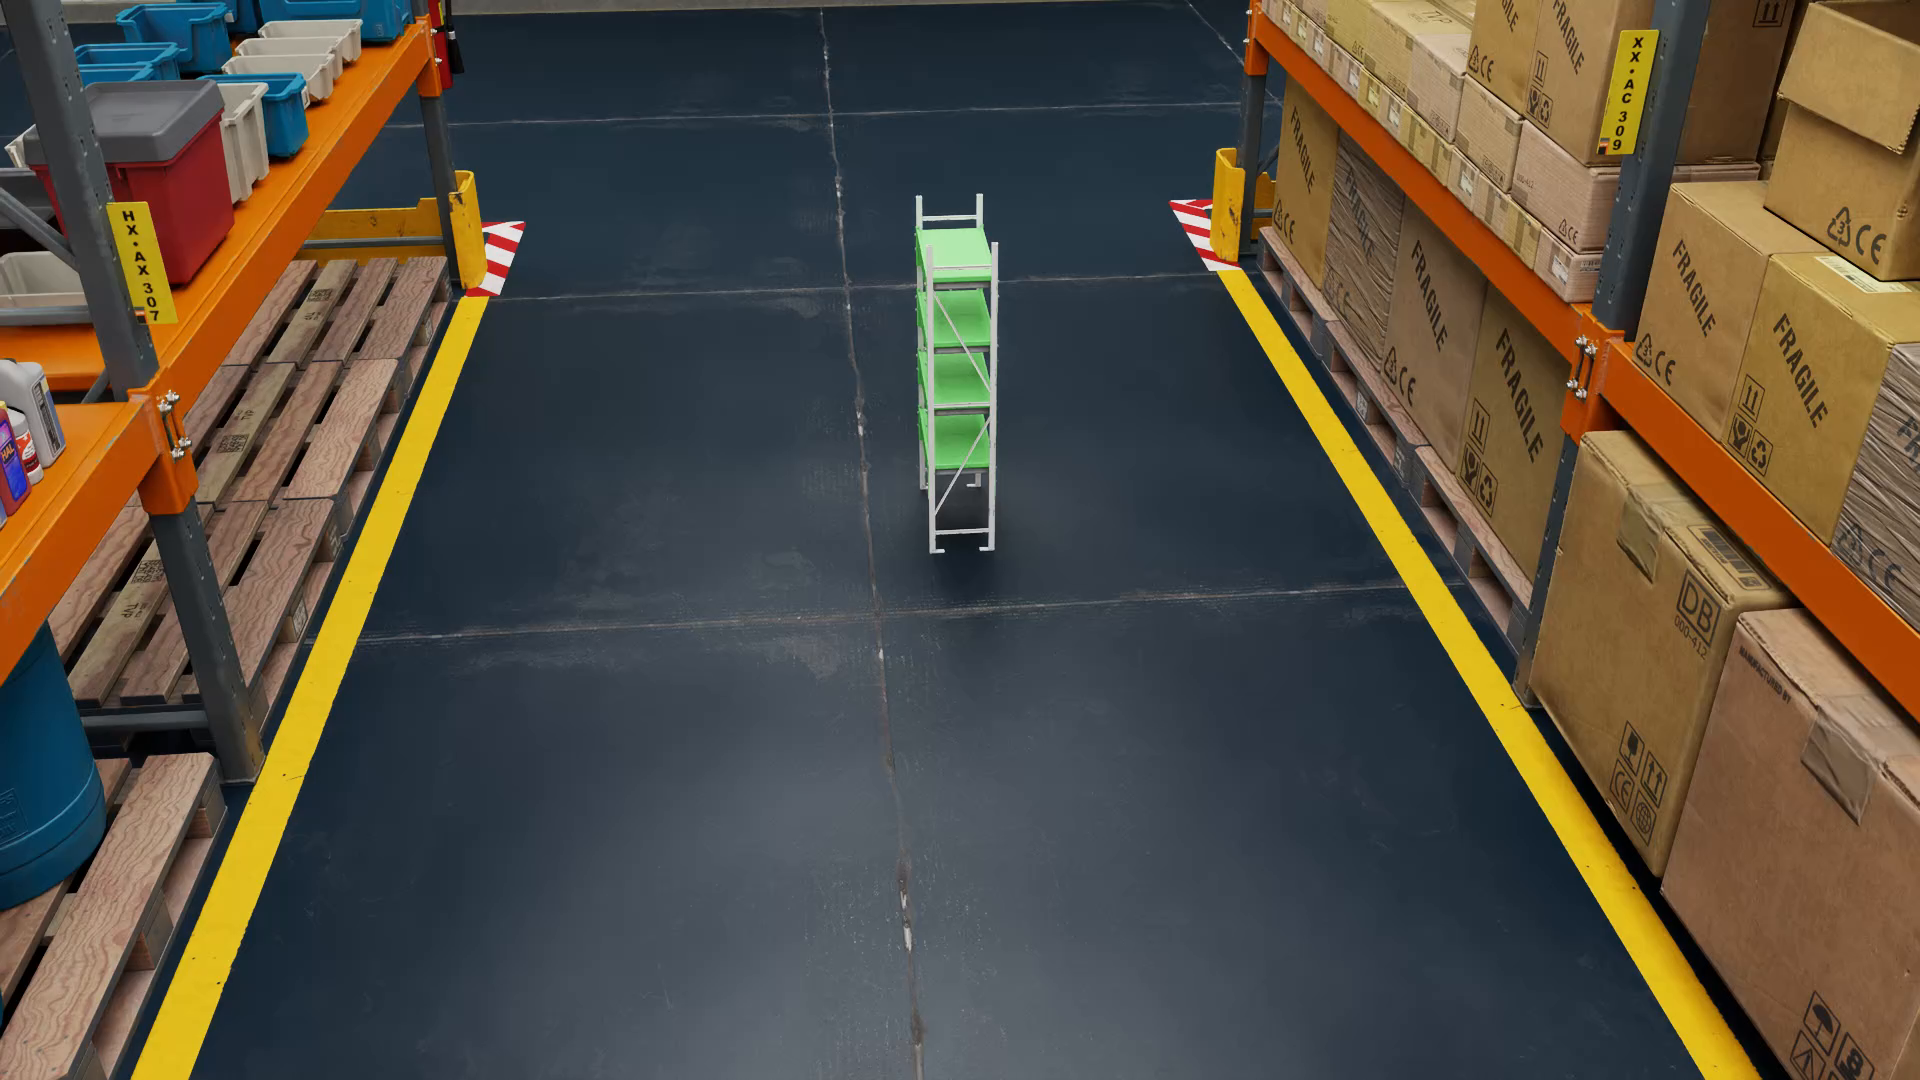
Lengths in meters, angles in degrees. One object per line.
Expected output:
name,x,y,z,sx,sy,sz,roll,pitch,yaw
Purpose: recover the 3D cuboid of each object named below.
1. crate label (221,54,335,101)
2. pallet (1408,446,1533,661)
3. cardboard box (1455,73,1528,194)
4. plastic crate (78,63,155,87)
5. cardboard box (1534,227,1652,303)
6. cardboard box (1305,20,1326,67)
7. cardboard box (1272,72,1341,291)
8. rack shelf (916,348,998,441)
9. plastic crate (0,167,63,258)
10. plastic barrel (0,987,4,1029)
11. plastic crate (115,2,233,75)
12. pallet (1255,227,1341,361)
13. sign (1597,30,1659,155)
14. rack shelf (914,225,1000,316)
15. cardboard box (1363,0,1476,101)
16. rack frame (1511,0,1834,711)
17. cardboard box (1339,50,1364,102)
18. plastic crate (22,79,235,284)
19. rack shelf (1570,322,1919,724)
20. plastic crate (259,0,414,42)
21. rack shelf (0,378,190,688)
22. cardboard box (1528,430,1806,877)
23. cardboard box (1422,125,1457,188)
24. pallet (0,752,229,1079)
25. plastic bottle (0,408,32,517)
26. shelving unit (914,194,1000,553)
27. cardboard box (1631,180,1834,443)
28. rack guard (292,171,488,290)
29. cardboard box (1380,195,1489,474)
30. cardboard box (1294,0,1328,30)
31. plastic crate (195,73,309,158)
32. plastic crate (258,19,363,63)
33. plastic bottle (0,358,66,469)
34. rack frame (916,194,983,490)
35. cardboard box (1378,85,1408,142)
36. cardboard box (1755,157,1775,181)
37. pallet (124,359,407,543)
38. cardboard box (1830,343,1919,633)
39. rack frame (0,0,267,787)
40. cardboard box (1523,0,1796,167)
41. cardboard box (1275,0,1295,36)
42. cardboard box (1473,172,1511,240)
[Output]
crate label,-2.681,-1.814,6.561,0.396,0.136,0.243,-3,31,-5
pallet,2.312,0.011,6.026,1.003,0.211,1.213,-3,31,-5
cardboard box,1.951,-1.335,5.415,0.500,0.250,0.500,-2,31,-3
plastic crate,-3.154,-1.586,6.085,0.416,0.233,0.300,-3,31,-5
cardboard box,1.950,-0.826,4.953,0.380,0.149,0.250,-3,31,-4
cardboard box,1.711,-2.137,7.147,0.380,0.149,0.250,-3,31,-5
cardboard box,2.070,-1.782,7.970,0.875,0.875,0.875,-3,31,-5
rack shelf,-0.015,-0.545,6.117,0.258,0.148,0.480,-3,31,-5
plastic crate,-2.999,-1.023,5.248,0.437,0.125,0.590,-3,31,-5
plastic barrel,-2.526,0.804,3.616,0.600,0.901,0.708,-3,31,-5
plastic crate,-3.243,-2.075,6.904,0.416,0.233,0.300,-3,31,-5
pallet,2.084,-1.235,8.112,1.003,0.211,1.213,-3,31,-5
sign,1.752,-1.173,4.367,0.100,0.325,0.005,-3,31,-5
rack shelf,-0.015,-0.957,5.870,0.258,0.148,0.480,-3,31,-5
cardboard box,1.860,-1.854,6.285,0.500,0.250,0.500,-3,31,-6
rack frame,2.305,-0.794,4.655,1.000,3.000,0.127,-3,31,-5
cardboard box,1.758,-1.875,6.709,0.380,0.149,0.250,-3,31,-5
plastic crate,-2.460,-1.078,5.009,0.402,0.464,0.583,-3,31,-5
rack shelf,2.492,0.536,3.130,1.077,0.370,4.000,-3,31,-5
plastic crate,-2.783,-2.478,7.381,0.616,0.435,0.499,-3,31,-5
rack shelf,-2.440,0.773,2.732,1.077,0.370,4.000,-3,31,-5
cardboard box,2.384,0.263,4.546,1.225,0.875,0.875,-3,31,-4
cardboard box,1.854,-1.352,5.833,0.380,0.149,0.250,-2,31,-4
pallet,-2.596,1.036,4.310,1.003,0.211,1.213,-3,31,-5
plastic bottle,-2.201,-0.205,3.782,0.061,0.283,0.133,-3,31,-5
shelving unit,-0.015,-0.600,6.084,0.258,1.200,0.503,-3,31,-5
cardboard box,2.099,-0.590,4.216,0.500,0.500,0.500,-3,31,-4
rack guard,-3.015,-1.538,8.337,1.175,0.500,0.348,-3,31,-5
cardboard box,2.239,-0.863,6.432,0.875,0.875,0.875,-3,31,-5
cardboard box,1.762,-2.377,7.160,0.500,0.250,0.500,-3,31,-5
plastic crate,-2.553,-1.517,5.969,0.416,0.233,0.300,-3,31,-5
plastic crate,-2.744,-2.104,7.046,0.396,0.136,0.243,-3,31,-5
plastic bottle,-2.268,-0.318,3.978,0.152,0.276,0.135,-3,31,-5
rack frame,-0.038,-0.724,6.292,0.240,1.200,0.015,-3,31,-5
cardboard box,1.807,-1.613,6.269,0.380,0.149,0.250,-2,31,-4
cardboard box,2.522,-1.110,5.039,0.500,0.250,0.500,-3,31,-5
pallet,-2.851,-0.358,6.643,1.003,0.211,1.213,-3,31,-5
cardboard box,2.193,-0.078,3.358,0.500,0.500,0.500,-3,31,-6
rack frame,-2.627,-0.557,4.257,1.000,3.000,0.127,-3,31,-5
cardboard box,1.996,-1.401,4.796,0.500,0.500,0.500,-2,31,-3
cardboard box,1.661,-2.401,7.589,0.380,0.149,0.250,-3,31,-5
cardboard box,1.902,-1.089,5.393,0.380,0.149,0.250,-3,31,-5
